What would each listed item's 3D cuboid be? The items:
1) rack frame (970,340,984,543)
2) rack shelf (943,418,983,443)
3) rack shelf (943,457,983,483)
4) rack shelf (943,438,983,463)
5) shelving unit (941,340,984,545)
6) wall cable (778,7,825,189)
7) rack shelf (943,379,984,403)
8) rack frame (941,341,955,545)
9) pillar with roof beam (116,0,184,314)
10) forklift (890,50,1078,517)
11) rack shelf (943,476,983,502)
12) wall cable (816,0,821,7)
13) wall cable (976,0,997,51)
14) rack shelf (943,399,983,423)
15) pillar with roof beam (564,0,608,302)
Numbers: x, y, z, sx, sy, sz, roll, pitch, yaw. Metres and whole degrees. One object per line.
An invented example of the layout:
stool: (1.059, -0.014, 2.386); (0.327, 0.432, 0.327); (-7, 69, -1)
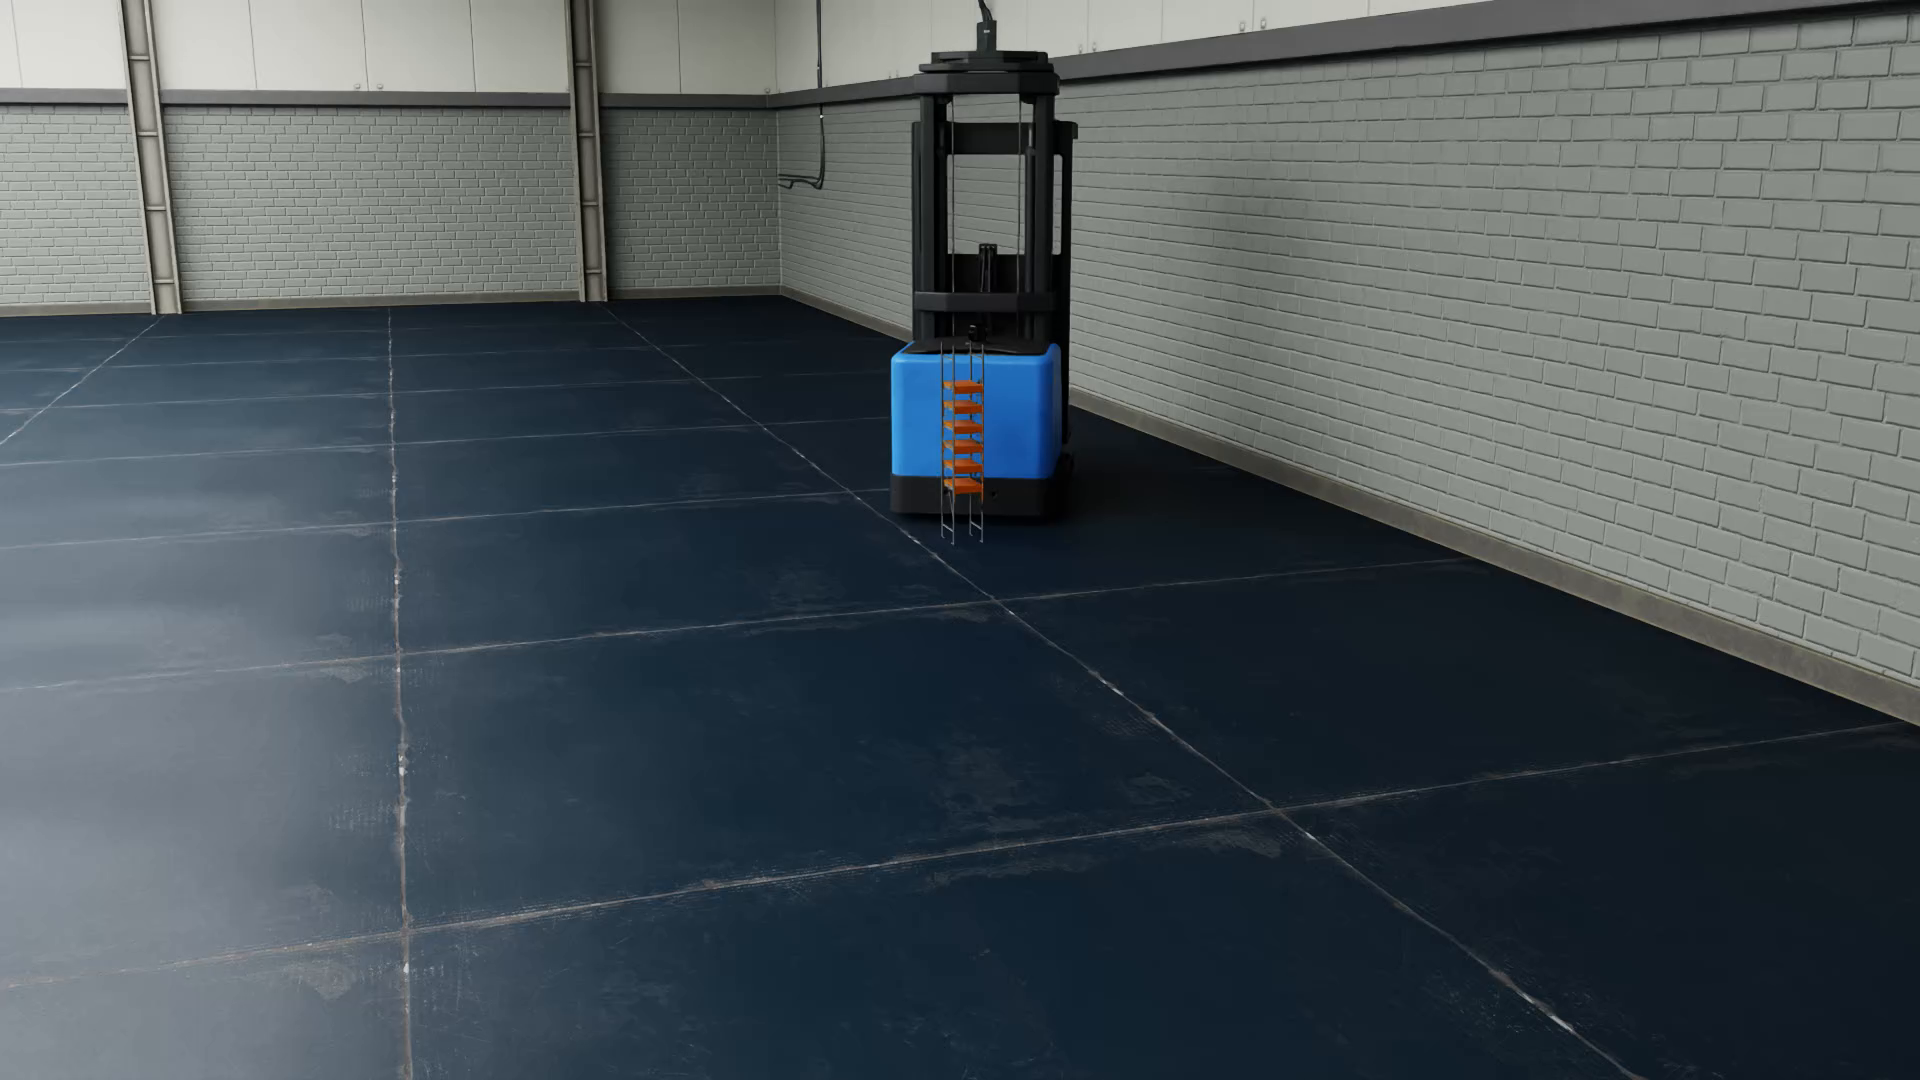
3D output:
rack frame: (0.100, -0.592, 10.037); (0.006, 1.200, 0.240); (-4, 14, -18)
rack shelf: (0.014, -0.658, 9.991); (0.180, 0.103, 0.258); (-4, 14, -18)
rack shelf: (0.014, -0.425, 10.046); (0.180, 0.103, 0.258); (-4, 14, -18)
rack shelf: (0.014, -0.542, 10.019); (0.180, 0.103, 0.258); (-4, 14, -18)
shelving unit: (0.014, -0.585, 10.008); (0.189, 1.200, 0.258); (-4, 14, -18)
wall cable: (-2.443, -6.491, 24.697); (0.112, 2.526, 3.097); (-4, 14, -18)
rack shelf: (0.014, -0.892, 9.935); (0.180, 0.103, 0.258); (-4, 14, -18)
rack frame: (-0.073, -0.578, 9.980); (0.006, 1.200, 0.240); (-4, 14, -18)
pillar with roof beam: (-9.971, -6.688, 18.812); (0.400, 9.000, 9.100); (-4, 14, -18)
forklift: (0.243, -1.861, 11.634); (1.130, 2.935, 3.031); (2, 13, 7)
rack shelf: (0.014, -0.308, 10.074); (0.180, 0.103, 0.258); (-4, 14, -18)
wall cable: (-1.581, -8.355, 21.618); (0.112, 2.526, 3.097); (-4, 14, -18)
wall cable: (0.569, -7.573, 15.186); (0.169, 6.003, 2.305); (-4, 14, -18)
rack shelf: (0.014, -0.775, 9.963); (0.180, 0.103, 0.258); (-4, 14, -18)
pillar with roof beam: (-4.284, -7.130, 20.674); (0.400, 9.000, 9.100); (-4, 14, -18)
